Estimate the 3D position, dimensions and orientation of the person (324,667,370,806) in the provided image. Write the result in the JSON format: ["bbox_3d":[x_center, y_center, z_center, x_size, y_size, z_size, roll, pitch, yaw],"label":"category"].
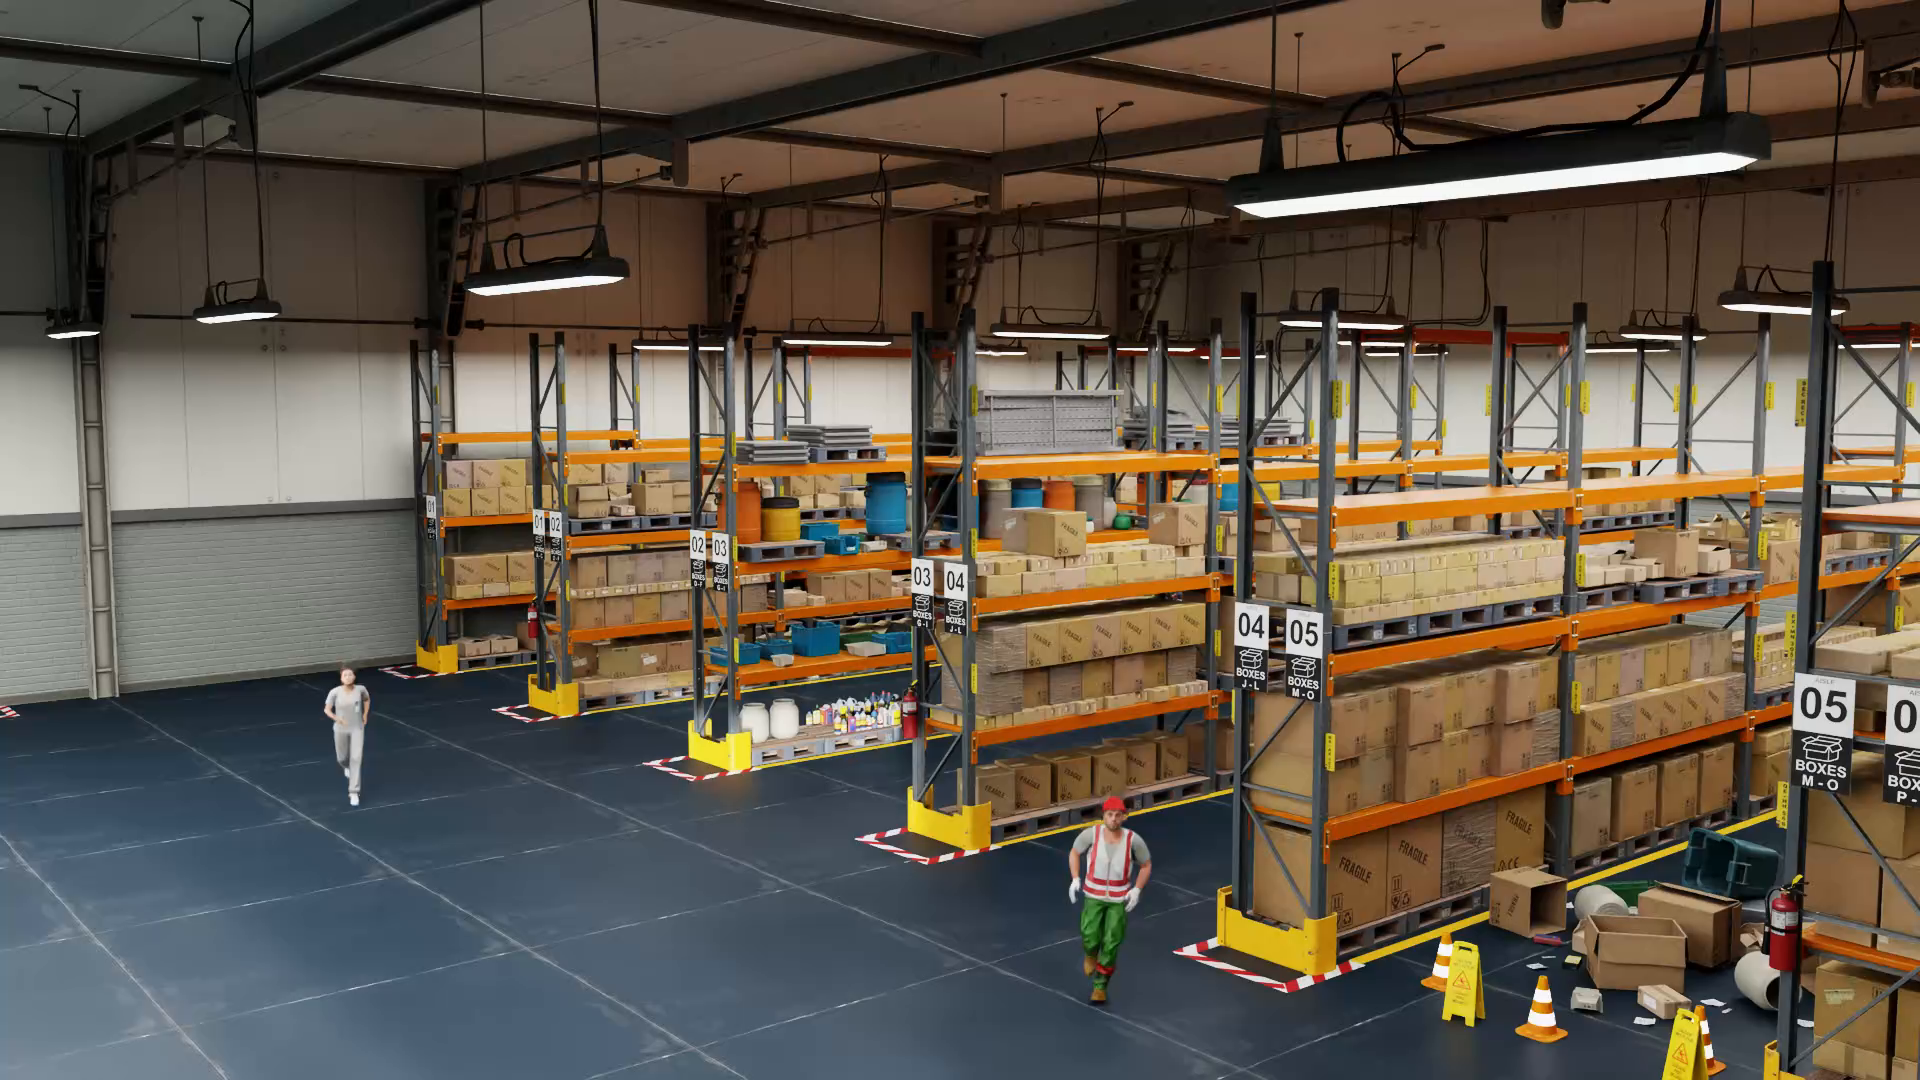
[{"bbox_3d":[-7.706,2.412,20.940,0.536,1.670,1.125,-2,6,-17],"label":"person"}]

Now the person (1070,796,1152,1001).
[{"bbox_3d":[1.274,3.009,14.086,0.698,1.744,0.600,1,5,8],"label":"person"}]
